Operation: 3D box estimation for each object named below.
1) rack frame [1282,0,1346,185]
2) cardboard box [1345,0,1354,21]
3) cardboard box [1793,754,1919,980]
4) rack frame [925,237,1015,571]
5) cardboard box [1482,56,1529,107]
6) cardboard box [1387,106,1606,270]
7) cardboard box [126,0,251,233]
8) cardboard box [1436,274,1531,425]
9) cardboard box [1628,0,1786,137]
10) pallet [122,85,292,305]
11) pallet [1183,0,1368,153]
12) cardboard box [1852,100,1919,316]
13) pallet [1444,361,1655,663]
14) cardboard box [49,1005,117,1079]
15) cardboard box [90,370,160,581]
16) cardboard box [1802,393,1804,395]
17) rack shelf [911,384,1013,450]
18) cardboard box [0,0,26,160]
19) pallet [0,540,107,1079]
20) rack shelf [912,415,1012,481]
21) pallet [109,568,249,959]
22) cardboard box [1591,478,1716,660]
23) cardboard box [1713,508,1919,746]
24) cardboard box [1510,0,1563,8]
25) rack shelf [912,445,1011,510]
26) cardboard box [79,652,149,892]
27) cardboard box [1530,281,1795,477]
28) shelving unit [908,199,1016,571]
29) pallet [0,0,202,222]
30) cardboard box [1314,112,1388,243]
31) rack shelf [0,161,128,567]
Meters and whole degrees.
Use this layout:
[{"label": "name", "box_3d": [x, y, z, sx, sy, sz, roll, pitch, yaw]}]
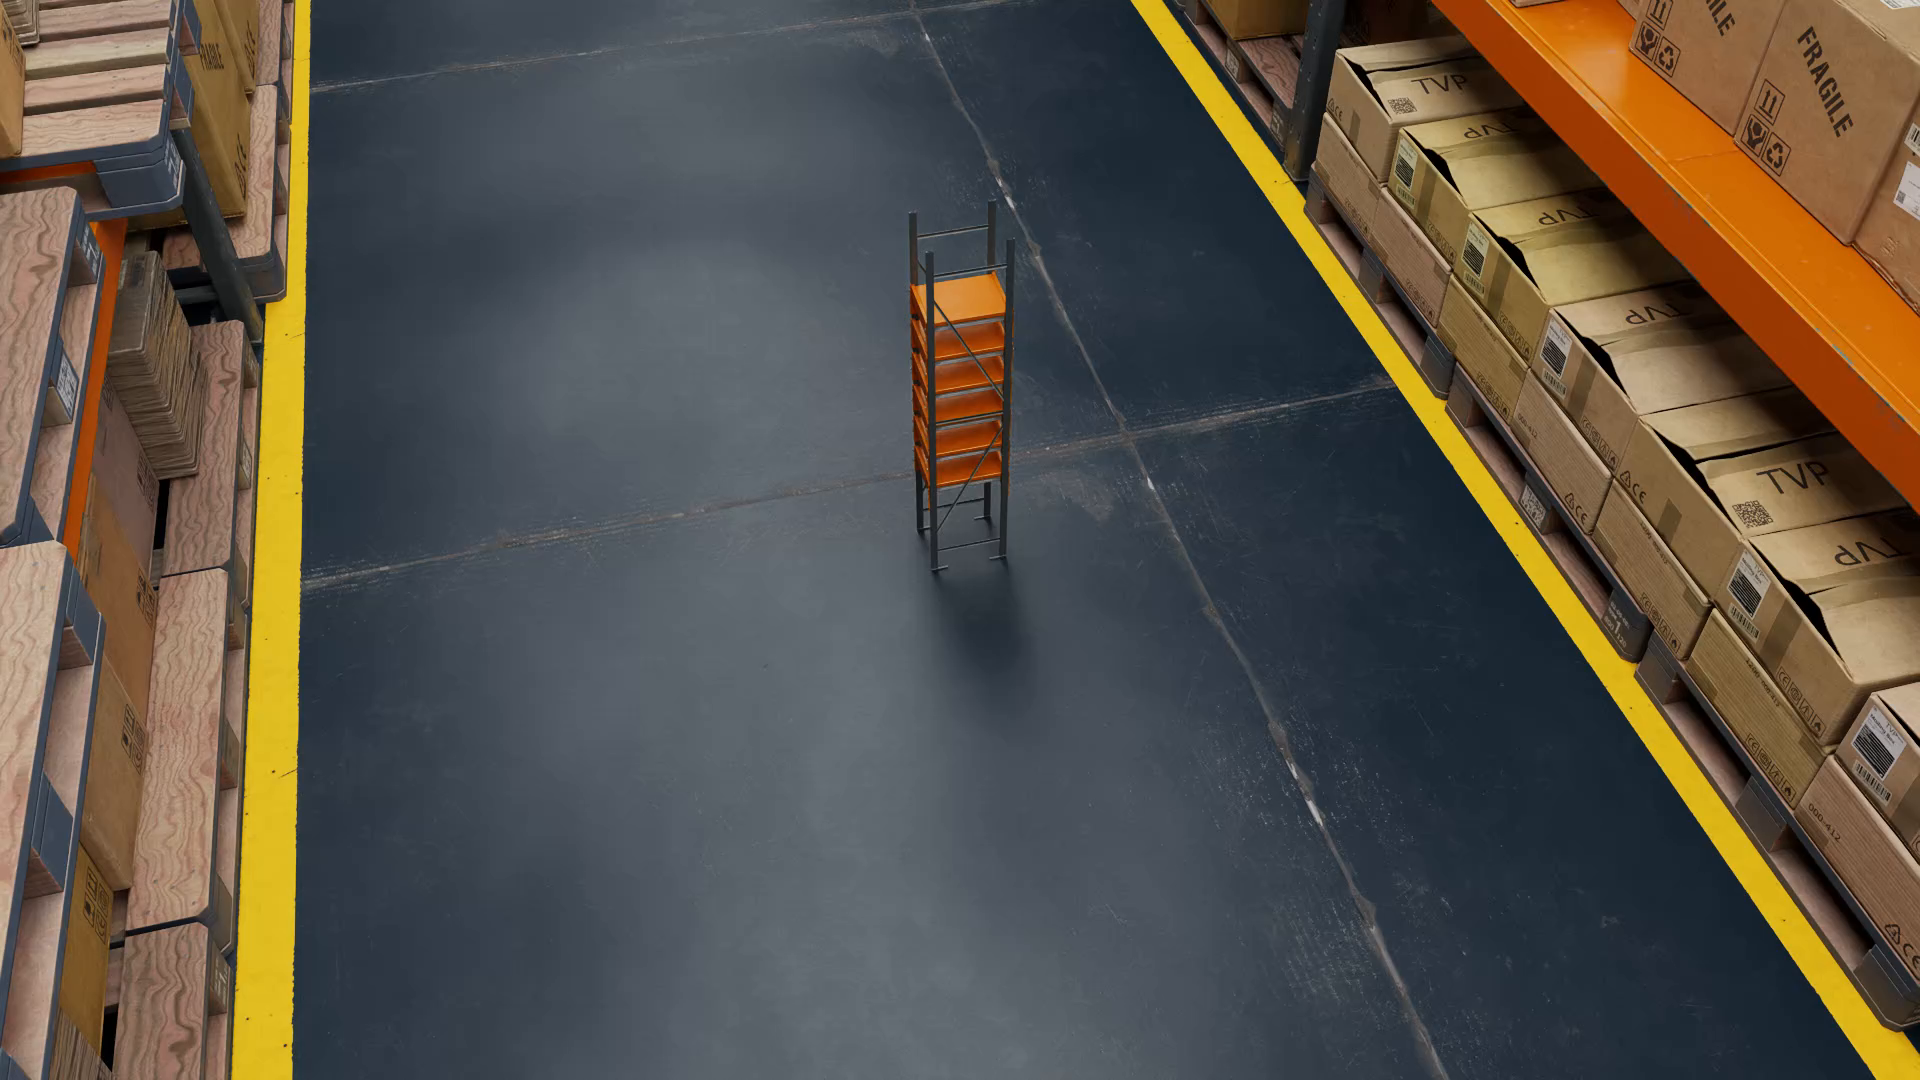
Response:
[{"label": "rack frame", "box_3d": [1.802, -2.605, 5.702, 1.000, 3.000, 0.127, -11, 47, -10]}, {"label": "cardboard box", "box_3d": [1.822, -2.611, 7.150, 0.500, 0.500, 0.500, -12, 47, -12]}, {"label": "cardboard box", "box_3d": [2.440, 0.739, 4.057, 0.500, 0.250, 0.500, -11, 47, -11]}, {"label": "rack frame", "box_3d": [0.027, -0.347, 4.750, 0.240, 1.200, 0.006, -11, 47, -10]}, {"label": "cardboard box", "box_3d": [2.174, -1.669, 6.024, 0.500, 0.311, 0.500, -10, 46, -9]}, {"label": "cardboard box", "box_3d": [1.795, -1.209, 5.573, 0.500, 0.311, 0.500, -12, 47, -11]}, {"label": "cardboard box", "box_3d": [-3.047, -1.623, 5.951, 0.750, 0.750, 0.750, -11, 47, -11]}, {"label": "cardboard box", "box_3d": [1.921, -0.669, 5.437, 0.500, 0.250, 0.500, -12, 47, -11]}, {"label": "cardboard box", "box_3d": [2.247, -1.484, 4.534, 0.500, 0.500, 0.500, -13, 47, -12]}, {"label": "pallet", "box_3d": [-3.115, -1.278, 6.355, 1.003, 0.211, 1.213, -11, 47, -10]}, {"label": "pallet", "box_3d": [1.647, -2.151, 7.210, 1.003, 0.211, 1.213, -11, 47, -10]}, {"label": "cardboard box", "box_3d": [2.510, -0.775, 3.839, 0.500, 0.500, 0.500, -8, 46, -7]}, {"label": "pallet", "box_3d": [2.284, -0.212, 5.310, 1.003, 0.211, 1.213, -11, 47, -10]}, {"label": "cardboard box", "box_3d": [-2.166, 1.281, 3.336, 0.700, 0.500, 0.500, -9, 46, -9]}, {"label": "cardboard box", "box_3d": [-2.731, -0.111, 4.701, 0.700, 0.500, 0.500, -11, 47, -10]}, {"label": "cardboard box", "box_3d": [2.566, -0.616, 4.992, 0.500, 0.311, 0.500, -10, 46, -9]}, {"label": "rack shelf", "box_3d": [0.004, -0.379, 4.843, 0.258, 0.103, 0.180, -11, 47, -10]}, {"label": "cardboard box", "box_3d": [-2.686, -1.182, 3.930, 0.700, 0.500, 0.500, -15, 47, -14]}, {"label": "pallet", "box_3d": [-2.017, 0.578, 2.717, 1.003, 0.211, 1.213, -11, 47, -10]}, {"label": "rack shelf", "box_3d": [0.004, -0.295, 4.929, 0.258, 0.103, 0.180, -11, 47, -10]}, {"label": "pallet", "box_3d": [-2.478, 0.660, 4.455, 1.003, 0.211, 1.213, -11, 47, -10]}, {"label": "cardboard box", "box_3d": [2.181, 0.036, 4.745, 0.500, 0.250, 0.500, -10, 46, -9]}, {"label": "cardboard box", "box_3d": [2.306, 0.191, 4.201, 0.500, 0.311, 0.500, -10, 46, -9]}, {"label": "cardboard box", "box_3d": [1.844, -1.921, 5.094, 0.500, 0.311, 0.500, -11, 47, -11]}, {"label": "rack shelf", "box_3d": [0.004, -0.211, 5.015, 0.258, 0.103, 0.180, -11, 47, -10]}, {"label": "cardboard box", "box_3d": [-2.438, 0.574, 4.030, 0.700, 0.500, 0.500, -10, 46, -10]}, {"label": "cardboard box", "box_3d": [2.055, -0.502, 4.880, 0.500, 0.311, 0.500, -11, 47, -11]}, {"label": "shelving unit", "box_3d": [0.004, -0.410, 4.812, 0.258, 1.200, 0.189, -11, 47, -10]}, {"label": "pallet", "box_3d": [-2.700, -1.157, 4.418, 1.213, 0.211, 1.003, -11, 47, -10]}, {"label": "cardboard box", "box_3d": [1.652, -1.374, 6.127, 0.500, 0.250, 0.500, -11, 47, -10]}, {"label": "rack shelf", "box_3d": [-2.474, -0.064, 3.716, 1.077, 0.370, 4.000, -11, 47, -10]}]
